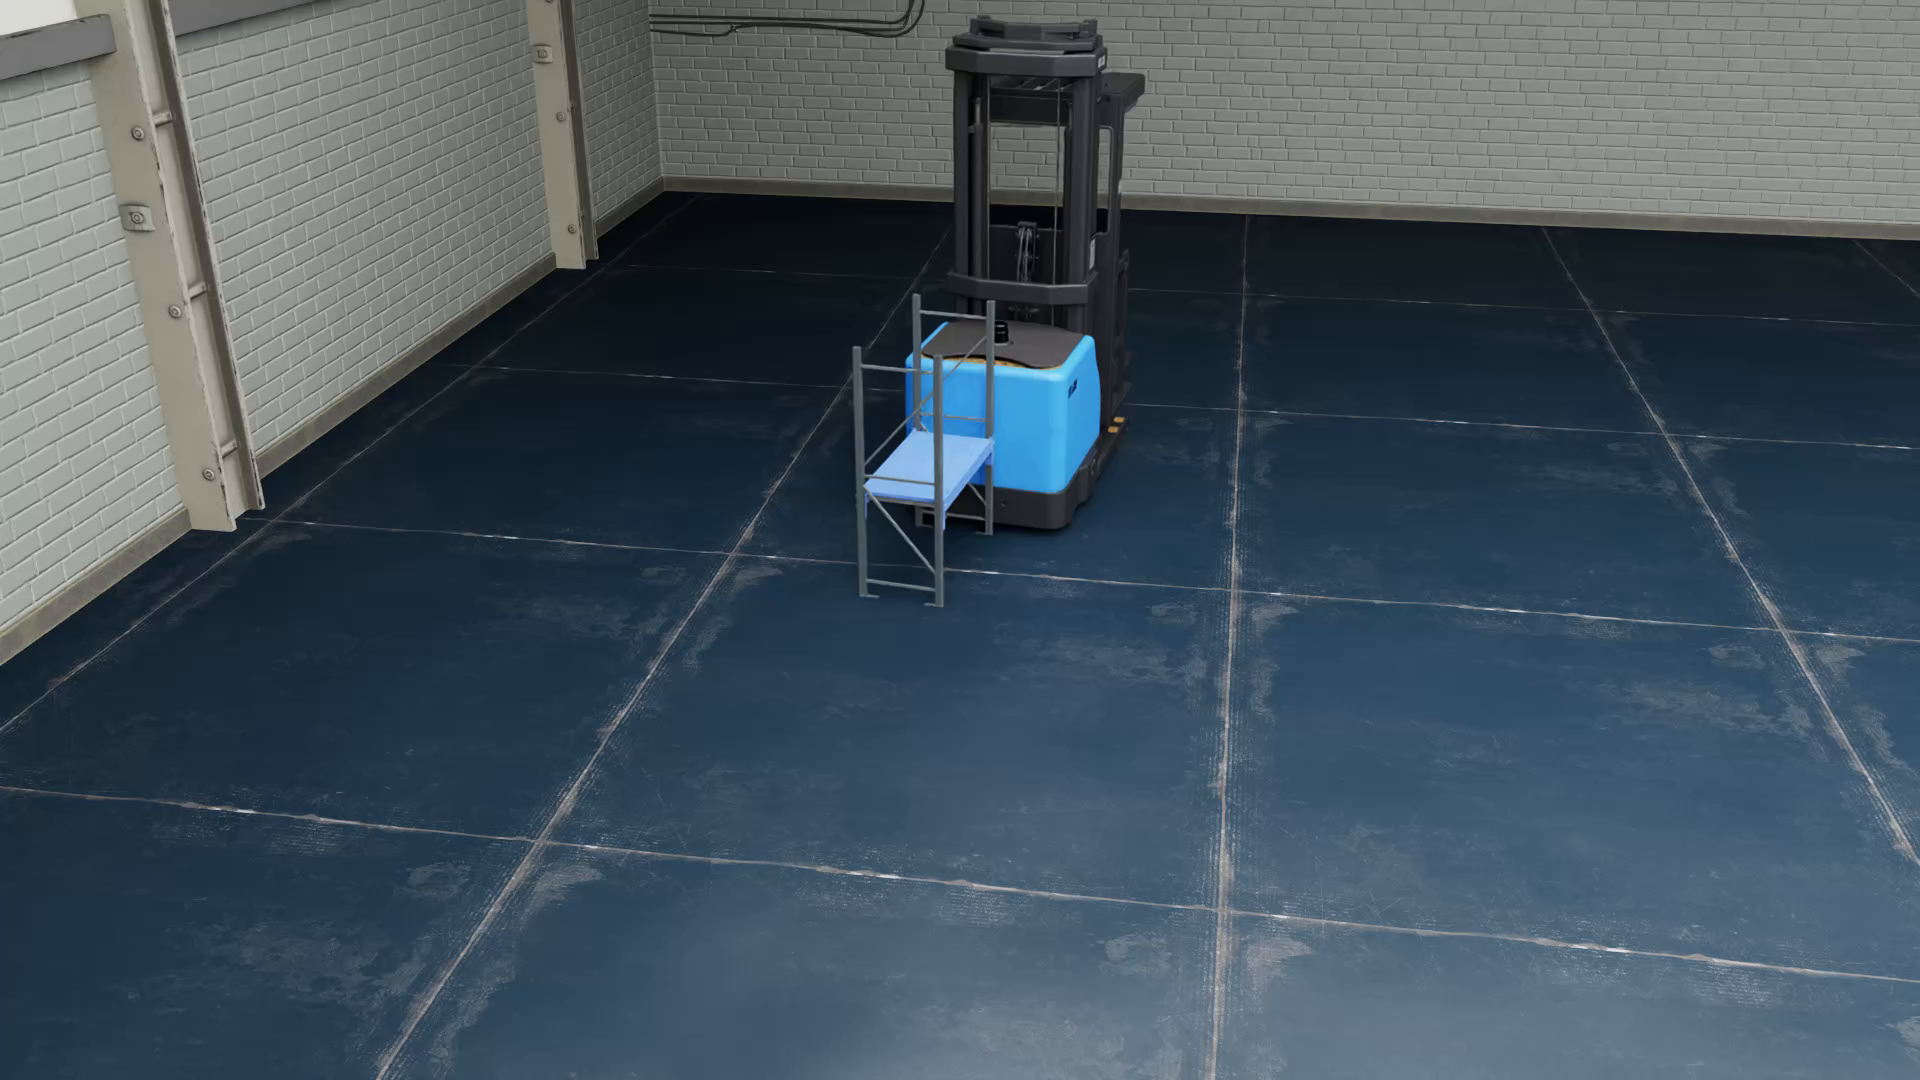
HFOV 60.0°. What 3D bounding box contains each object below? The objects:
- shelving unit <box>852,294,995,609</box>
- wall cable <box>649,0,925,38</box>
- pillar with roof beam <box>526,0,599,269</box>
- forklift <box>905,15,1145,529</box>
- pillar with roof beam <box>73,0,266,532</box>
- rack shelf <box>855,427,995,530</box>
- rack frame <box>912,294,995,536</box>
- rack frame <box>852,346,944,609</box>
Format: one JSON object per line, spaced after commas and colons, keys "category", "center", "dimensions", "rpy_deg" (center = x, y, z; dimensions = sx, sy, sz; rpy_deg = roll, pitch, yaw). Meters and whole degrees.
{"category": "shelving unit", "center": [-0.188, -0.534, 9.622], "dimensions": [0.538, 1.500, 1.048], "rpy_deg": [7, 26, 15]}
{"category": "wall cable", "center": [-1.888, -6.464, 17.108], "dimensions": [3.097, 2.526, 0.112], "rpy_deg": [4, 25, 9]}
{"category": "pillar with roof beam", "center": [0.573, -6.432, 13.376], "dimensions": [9.100, 9.000, 0.400], "rpy_deg": [4, 25, 9]}
{"category": "forklift", "center": [0.567, -1.995, 11.054], "dimensions": [1.130, 2.935, 3.031], "rpy_deg": [7, 26, 15]}
{"category": "pillar with roof beam", "center": [-0.408, -3.922, 8.015], "dimensions": [9.100, 9.000, 0.400], "rpy_deg": [4, 25, 9]}
{"category": "rack shelf", "center": [-0.188, -0.371, 9.698], "dimensions": [0.538, 0.185, 1.000], "rpy_deg": [7, 26, 15]}
{"category": "rack frame", "center": [-0.039, -0.740, 10.062], "dimensions": [0.500, 1.500, 0.032], "rpy_deg": [7, 26, 15]}
{"category": "rack frame", "center": [-0.336, -0.328, 9.181], "dimensions": [0.500, 1.500, 0.032], "rpy_deg": [7, 26, 15]}
